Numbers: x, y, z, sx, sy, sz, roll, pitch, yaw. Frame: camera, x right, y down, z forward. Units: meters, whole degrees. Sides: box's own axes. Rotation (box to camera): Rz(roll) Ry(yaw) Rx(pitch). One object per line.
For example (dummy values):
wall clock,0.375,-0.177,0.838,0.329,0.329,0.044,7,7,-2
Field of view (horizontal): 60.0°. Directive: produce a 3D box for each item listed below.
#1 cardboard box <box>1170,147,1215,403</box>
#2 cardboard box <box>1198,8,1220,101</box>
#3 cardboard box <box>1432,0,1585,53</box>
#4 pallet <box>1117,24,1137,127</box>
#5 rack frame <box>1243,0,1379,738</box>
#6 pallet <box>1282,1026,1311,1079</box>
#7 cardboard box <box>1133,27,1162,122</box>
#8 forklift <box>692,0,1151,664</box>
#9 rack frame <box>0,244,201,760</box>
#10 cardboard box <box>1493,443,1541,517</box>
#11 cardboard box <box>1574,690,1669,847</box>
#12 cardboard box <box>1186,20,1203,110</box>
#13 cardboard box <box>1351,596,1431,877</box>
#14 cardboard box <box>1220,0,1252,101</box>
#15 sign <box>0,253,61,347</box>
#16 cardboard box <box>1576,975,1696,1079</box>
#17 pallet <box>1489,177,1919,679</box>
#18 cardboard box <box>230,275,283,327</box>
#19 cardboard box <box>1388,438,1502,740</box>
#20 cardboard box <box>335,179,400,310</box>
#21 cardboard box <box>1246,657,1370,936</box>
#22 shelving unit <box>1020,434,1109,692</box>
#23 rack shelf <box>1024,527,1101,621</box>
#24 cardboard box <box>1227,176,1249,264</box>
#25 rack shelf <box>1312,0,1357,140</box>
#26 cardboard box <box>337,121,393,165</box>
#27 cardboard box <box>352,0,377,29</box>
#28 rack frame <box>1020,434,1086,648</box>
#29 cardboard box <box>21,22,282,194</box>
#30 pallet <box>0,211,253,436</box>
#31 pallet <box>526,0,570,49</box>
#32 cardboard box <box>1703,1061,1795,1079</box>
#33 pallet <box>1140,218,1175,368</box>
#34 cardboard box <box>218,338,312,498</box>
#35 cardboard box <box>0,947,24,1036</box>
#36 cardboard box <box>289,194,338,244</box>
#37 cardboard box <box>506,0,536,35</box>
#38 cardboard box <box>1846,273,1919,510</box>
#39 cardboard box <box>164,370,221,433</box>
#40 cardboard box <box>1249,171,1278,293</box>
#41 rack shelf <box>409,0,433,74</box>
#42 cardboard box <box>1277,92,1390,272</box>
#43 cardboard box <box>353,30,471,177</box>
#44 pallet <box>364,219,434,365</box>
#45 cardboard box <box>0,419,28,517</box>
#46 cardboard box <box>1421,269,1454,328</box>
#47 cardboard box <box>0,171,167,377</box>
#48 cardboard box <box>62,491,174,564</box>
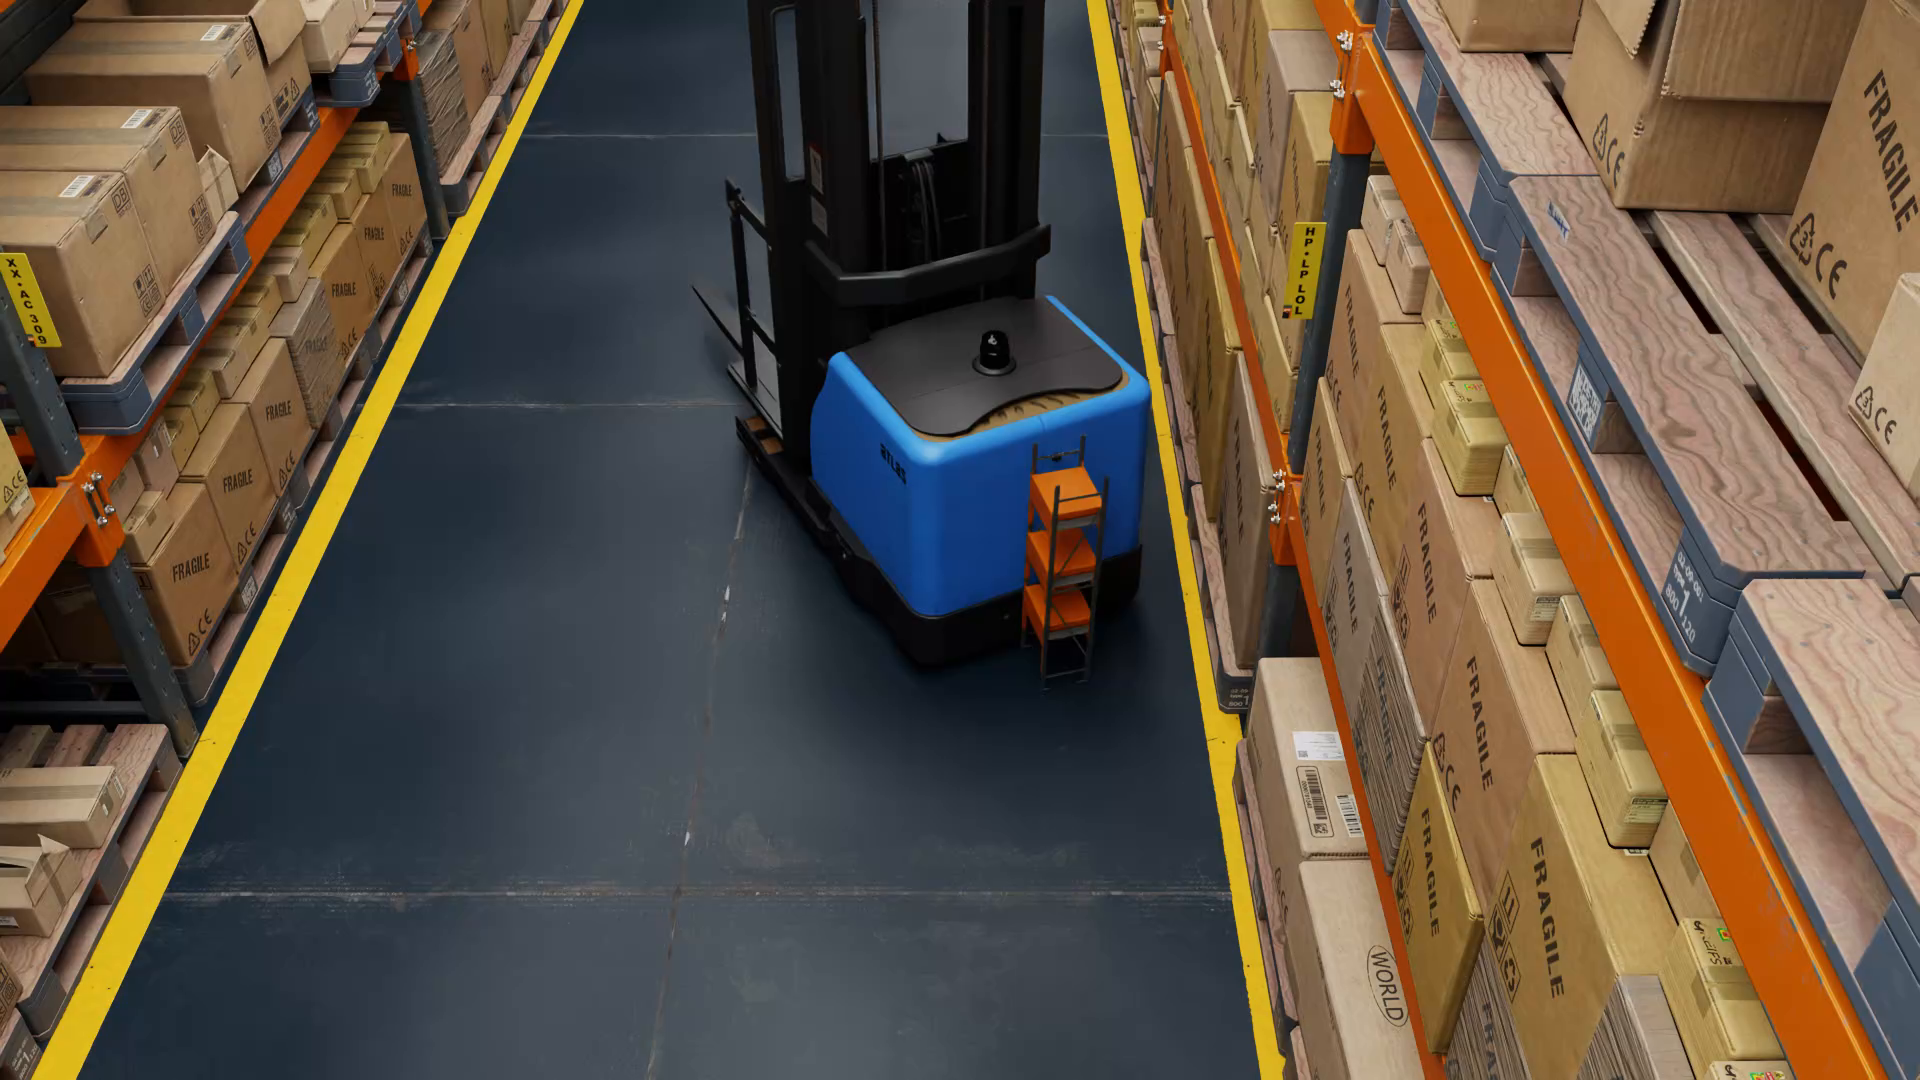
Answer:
cardboard box,1.488,-1.238,7.759,0.875,0.875,0.875,0,39,1
cardboard box,1.315,-2.077,7.164,0.500,0.250,0.500,0,39,0
cardboard box,1.369,-1.436,3.749,0.500,0.500,0.500,1,39,1
pallet,1.576,-3.054,10.892,1.003,0.211,1.213,0,39,0
rack frame,1.578,-0.391,5.340,1.000,3.000,0.127,0,39,0
pallet,1.505,1.937,4.664,1.003,0.211,1.213,0,39,0
cardboard box,1.574,-2.846,10.168,0.950,0.372,0.625,-1,39,-1
forklift,-0.386,-1.567,6.861,1.130,2.935,3.031,-18,42,-21
rack frame,-3.385,-0.385,5.332,1.000,3.000,0.127,0,39,0
cardboard box,1.371,-0.077,3.550,0.380,0.149,0.250,0,39,0
cardboard box,1.326,0.406,2.947,0.380,0.149,0.250,1,39,1
cardboard box,1.341,-2.207,7.725,0.500,0.250,0.500,-1,39,-1
cardboard box,1.308,0.489,4.161,0.500,0.500,0.500,0,39,0
cardboard box,1.322,-2.064,6.547,0.500,0.500,0.500,1,39,1
sign,-2.843,-0.728,5.068,0.100,0.325,0.005,0,39,0
cardboard box,1.314,1.053,2.658,0.500,0.500,0.500,0,39,0
pallet,1.567,-0.255,2.841,1.003,0.211,1.213,0,39,0
cardboard box,-3.213,-1.037,7.289,0.380,0.149,0.250,0,39,0
cardboard box,1.320,0.114,3.830,0.500,0.500,0.500,1,39,1
cardboard box,-3.185,-1.498,8.384,0.500,0.500,0.500,-1,39,-1
cardboard box,1.472,0.837,5.520,0.875,0.438,0.875,-1,39,-1
shelving unit,0.384,0.105,6.268,0.215,1.050,0.252,-11,44,-13
rack shelf,0.384,0.113,6.275,0.215,0.259,0.240,-11,44,-13
cardboard box,1.345,-1.247,6.528,0.500,0.250,0.500,-1,39,-1
rack shelf,1.576,-2.532,6.187,1.077,0.370,4.000,0,39,0
cardboard box,-3.136,-2.020,8.516,0.380,0.149,0.250,-2,39,-2
cardboard box,-3.006,-2.542,7.889,0.380,0.149,0.250,1,39,1
rack frame,0.349,0.026,6.354,0.200,1.050,0.008,-11,44,-13
cardboard box,-3.164,-1.706,6.564,0.700,0.500,0.500,0,39,0
pallet,-3.277,-0.810,6.016,1.003,0.211,1.213,0,39,0
pallet,-3.355,-3.839,11.872,1.003,0.211,1.213,0,39,0
cardboard box,1.273,0.883,2.351,0.380,0.149,0.250,0,39,0
pallet,1.499,-1.312,8.718,1.003,0.211,1.213,0,39,0
cardboard box,-3.168,-0.522,7.165,0.500,0.500,0.500,-1,39,-1
cardboard box,-3.250,1.361,4.816,0.700,0.500,0.500,-1,39,-2
cardboard box,-3.194,-1.519,7.891,0.380,0.149,0.250,1,39,1
cardboard box,-3.390,-3.814,11.174,0.875,0.625,0.625,0,39,0
cardboard box,1.631,-0.165,2.314,0.500,0.311,0.500,1,39,1
cardboard box,-3.223,-0.557,6.690,0.380,0.149,0.250,-1,39,-1
cardboard box,1.327,-1.116,5.964,0.500,0.250,0.500,1,39,1
rack shelf,-3.392,-3.857,10.239,1.077,0.370,4.000,0,39,0
cardboard box,1.327,-1.100,5.344,0.500,0.500,0.500,1,39,1
cardboard box,-3.377,-2.514,9.552,0.875,0.625,0.625,1,39,1
pallet,-3.427,-1.332,8.743,1.003,0.211,1.213,0,39,0
cardboard box,-3.141,-0.125,4.889,0.500,0.250,0.500,1,39,1
cardboard box,1.378,-0.556,4.147,0.380,0.149,0.250,0,39,-1
cardboard box,-3.162,-0.891,5.547,0.700,0.500,0.500,1,39,1
cardboard box,-3.120,-0.052,6.060,0.380,0.149,0.250,2,39,2
